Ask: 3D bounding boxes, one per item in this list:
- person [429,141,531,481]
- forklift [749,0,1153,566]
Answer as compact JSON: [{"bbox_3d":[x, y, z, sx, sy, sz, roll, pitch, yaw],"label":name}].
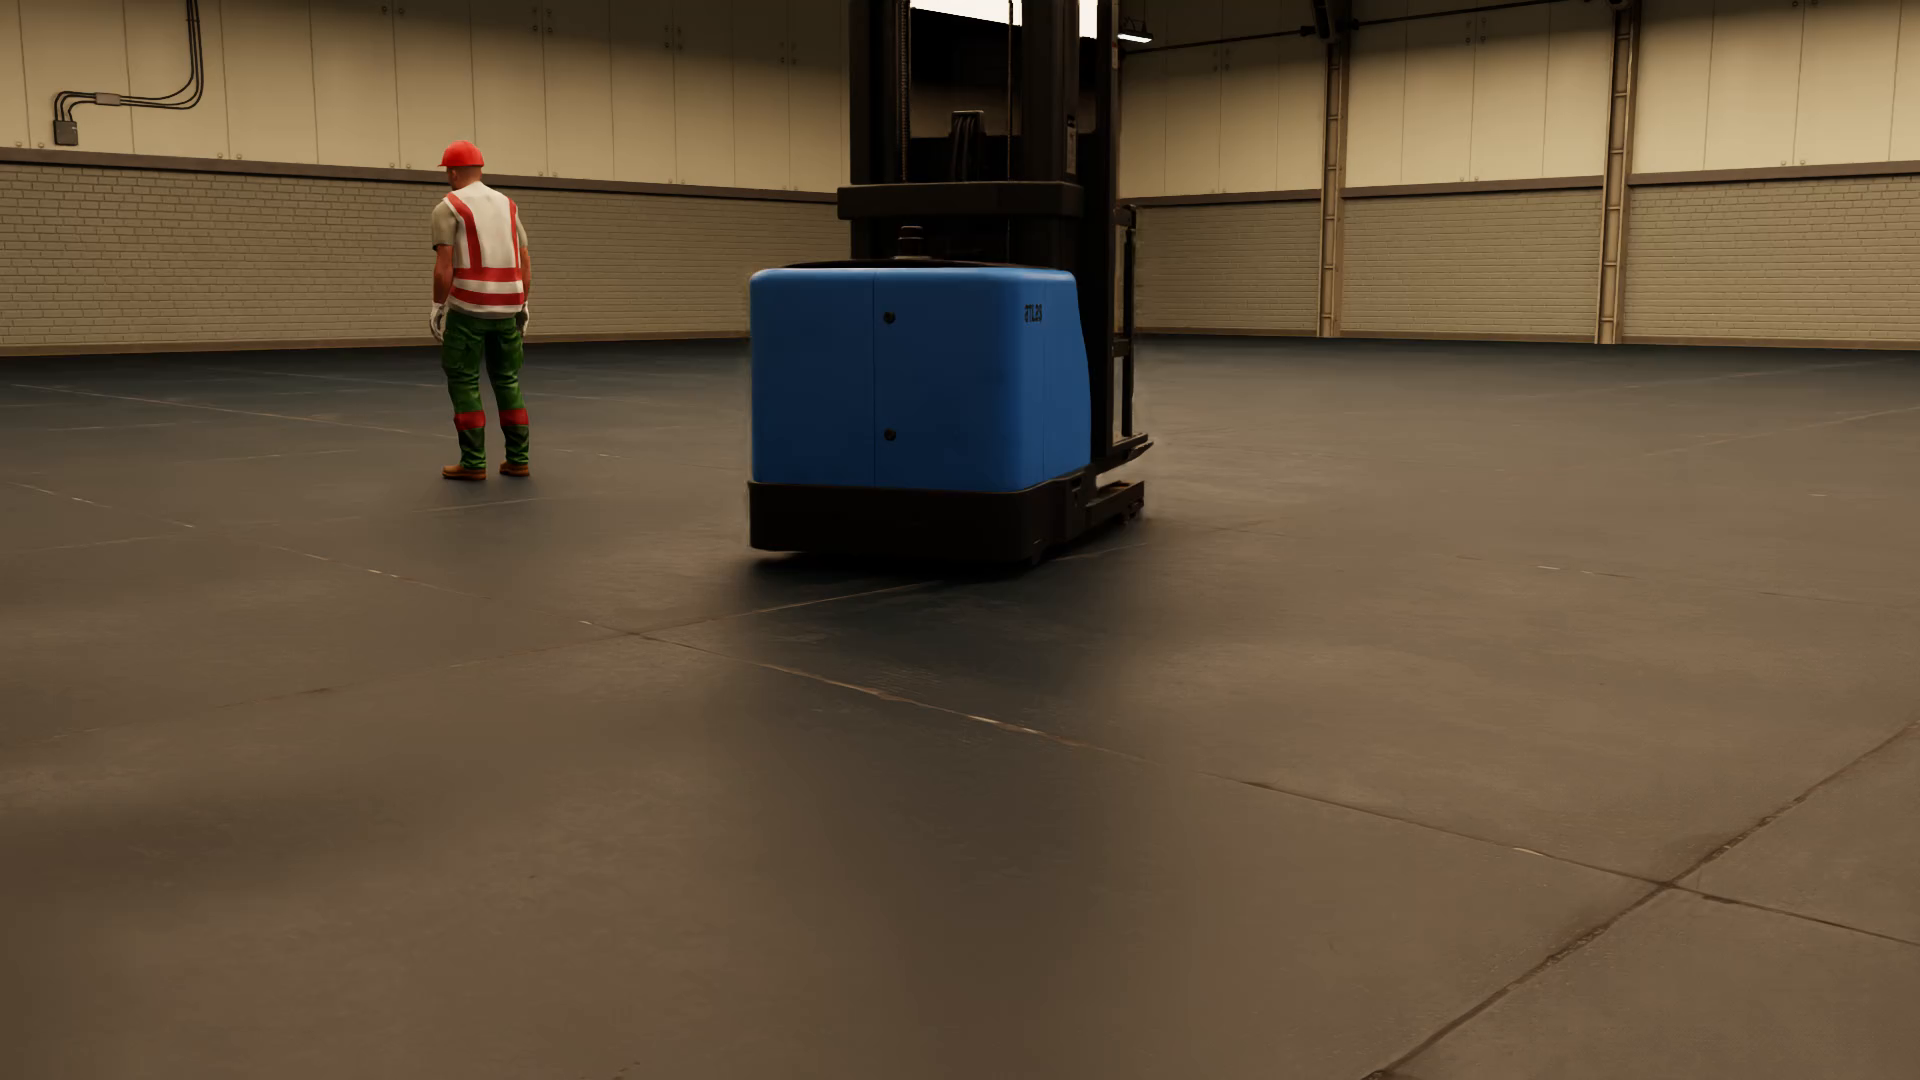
[{"bbox_3d":[-2.556,-1.217,8.847,0.454,1.777,0.607,7,11,41],"label":"person"},{"bbox_3d":[0.184,-1.537,7.081,1.130,2.935,3.031,3,9,19],"label":"forklift"}]
